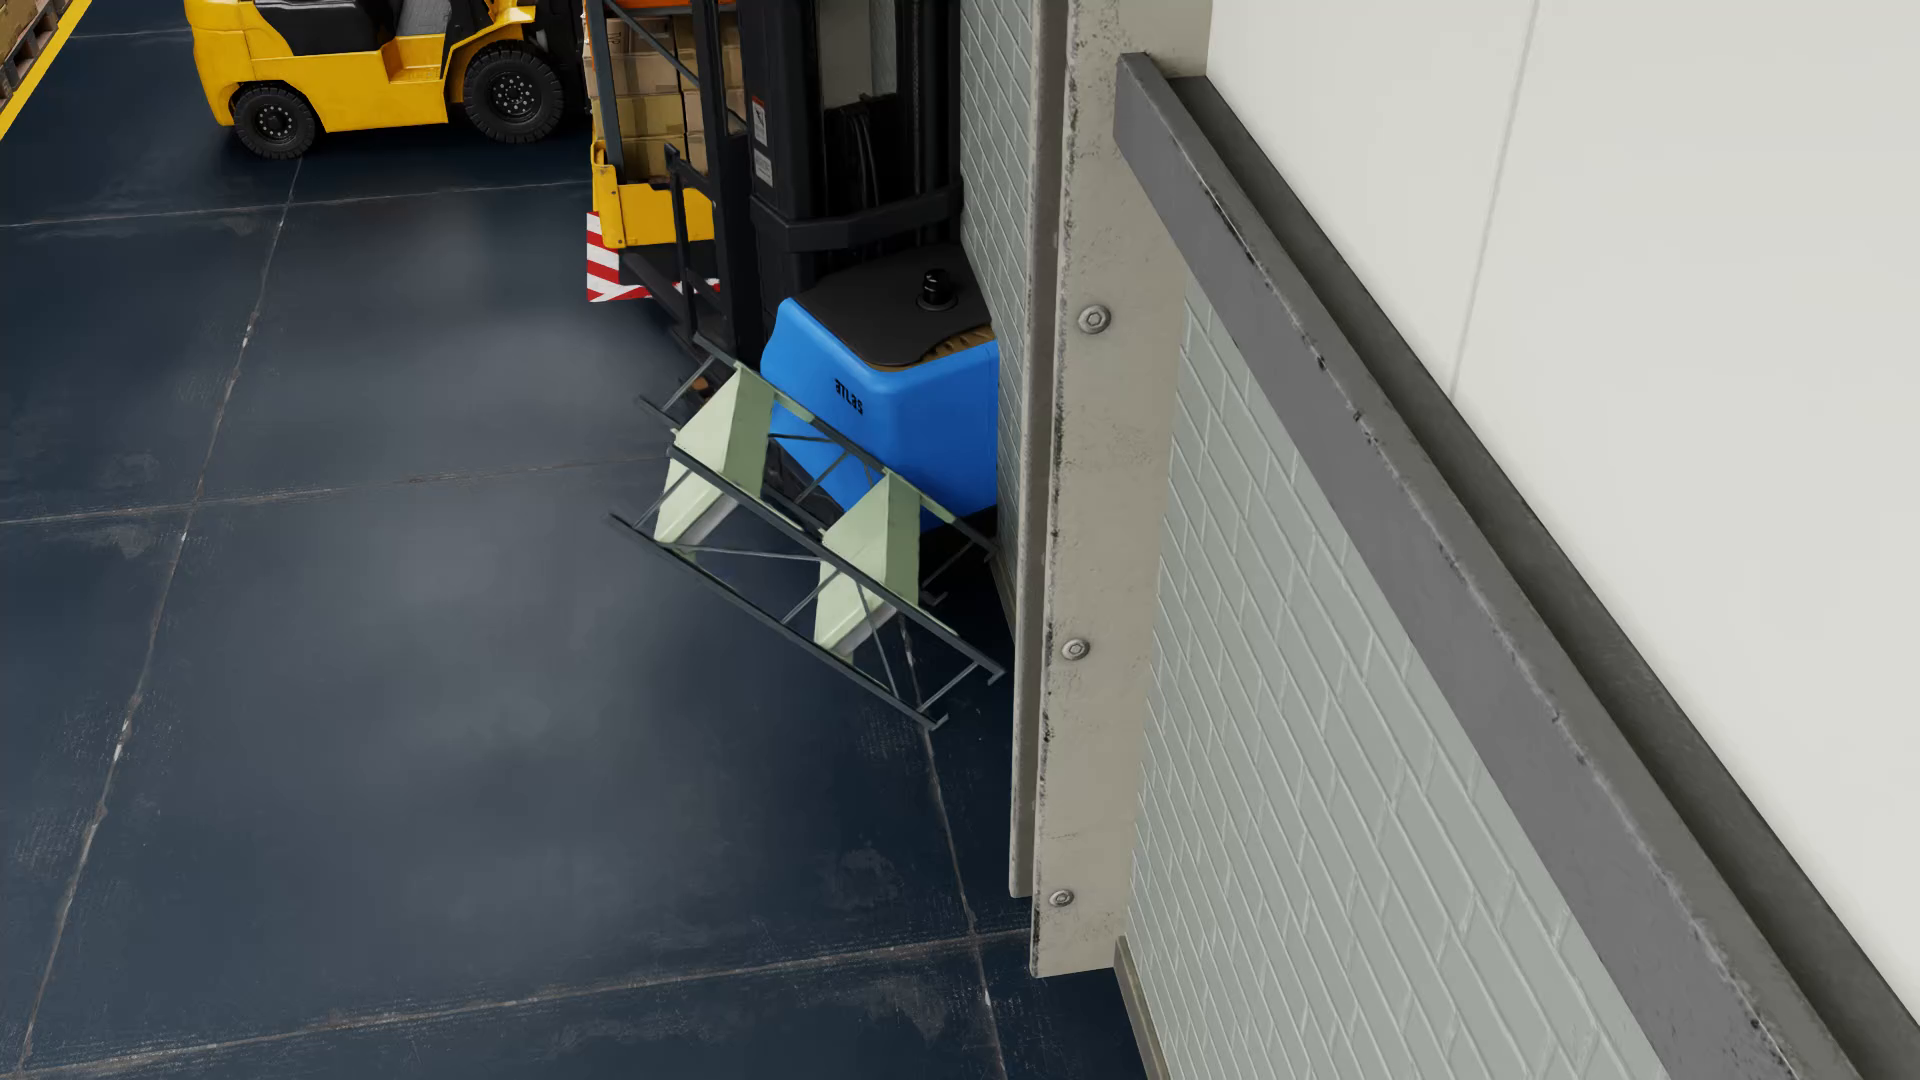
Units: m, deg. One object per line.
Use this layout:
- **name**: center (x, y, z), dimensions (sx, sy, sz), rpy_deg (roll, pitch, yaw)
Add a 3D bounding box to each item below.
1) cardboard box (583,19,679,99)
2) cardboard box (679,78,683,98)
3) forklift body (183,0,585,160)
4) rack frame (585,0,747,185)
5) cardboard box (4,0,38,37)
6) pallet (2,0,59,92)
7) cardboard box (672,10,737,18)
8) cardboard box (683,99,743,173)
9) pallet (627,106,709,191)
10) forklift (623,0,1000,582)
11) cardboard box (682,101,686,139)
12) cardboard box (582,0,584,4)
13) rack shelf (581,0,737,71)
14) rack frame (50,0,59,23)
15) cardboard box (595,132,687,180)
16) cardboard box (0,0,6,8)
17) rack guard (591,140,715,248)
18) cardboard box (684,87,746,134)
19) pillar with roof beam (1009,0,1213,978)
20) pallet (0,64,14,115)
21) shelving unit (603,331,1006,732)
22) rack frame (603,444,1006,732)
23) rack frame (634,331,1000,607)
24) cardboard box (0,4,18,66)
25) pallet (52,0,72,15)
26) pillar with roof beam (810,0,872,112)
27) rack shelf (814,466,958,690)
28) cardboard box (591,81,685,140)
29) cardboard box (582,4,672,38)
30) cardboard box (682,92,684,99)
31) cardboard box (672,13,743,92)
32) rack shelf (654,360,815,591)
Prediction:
- **cardboard box**: center (-1.852, -2.720, 9.390), dimensions (0.500, 0.250, 0.500), rpy_deg (-5, 38, -6)
- **cardboard box**: center (-1.934, -2.843, 9.955), dimensions (0.500, 0.250, 0.500), rpy_deg (-7, 38, -8)
- **forklift body**: center (-3.593, -3.615, 10.150), dimensions (2.313, 2.155, 1.214), rpy_deg (-6, 38, -8)
- **rack frame**: center (-1.464, -3.001, 8.667), dimensions (1.000, 3.000, 0.127), rpy_deg (-6, 38, -8)
- **cardboard box**: center (-6.683, -3.632, 11.379), dimensions (0.500, 0.250, 0.500), rpy_deg (-5, 38, -6)
- **pallet**: center (-6.899, -3.377, 11.425), dimensions (1.003, 0.211, 1.213), rpy_deg (-6, 38, -8)
- **cardboard box**: center (-1.453, -3.088, 9.863), dimensions (0.500, 0.250, 0.500), rpy_deg (-6, 38, -8)
- **cardboard box**: center (-1.358, -2.398, 9.791), dimensions (0.500, 0.250, 0.500), rpy_deg (-6, 38, -8)
- **pallet**: center (-1.639, -2.357, 10.112), dimensions (1.003, 0.211, 1.213), rpy_deg (-6, 38, -8)
- **forklift**: center (-0.694, -1.821, 7.205), dimensions (1.130, 2.935, 3.031), rpy_deg (-22, 43, -25)
- **cardboard box**: center (-1.935, -2.632, 10.092), dimensions (0.500, 0.250, 0.500), rpy_deg (-6, 38, -8)
- **cardboard box**: center (-2.045, -3.332, 10.177), dimensions (0.500, 0.250, 0.500), rpy_deg (-6, 38, -7)
- **rack shelf**: center (-1.815, -3.925, 10.443), dimensions (1.077, 0.370, 4.000), rpy_deg (-6, 38, -8)
- **rack frame**: center (-7.051, -4.881, 11.087), dimensions (1.000, 3.000, 0.127), rpy_deg (-6, 38, -8)
- **cardboard box**: center (-1.857, -2.330, 9.704), dimensions (0.500, 0.250, 0.500), rpy_deg (-6, 38, -8)
- **cardboard box**: center (-6.593, -3.621, 10.754), dimensions (0.500, 0.500, 0.500), rpy_deg (-6, 38, -7)
- **rack guard**: center (-1.460, -1.999, 9.416), dimensions (1.175, 0.500, 0.348), rpy_deg (-6, 38, -8)
- **cardboard box**: center (-1.342, -2.584, 9.623), dimensions (0.500, 0.250, 0.500), rpy_deg (-6, 38, -7)
- **pillar with roof beam**: center (-3.885, -1.800, 2.232), dimensions (9.100, 9.000, 0.400), rpy_deg (-6, 38, -8)
- **pallet**: center (-6.682, -2.639, 10.475), dimensions (1.003, 0.211, 1.213), rpy_deg (-6, 38, -8)
- **shelving unit**: center (-0.528, -0.021, 6.168), dimensions (1.500, 0.431, 0.755), rpy_deg (35, 29, -24)
- **rack frame**: center (-0.524, 0.202, 5.878), dimensions (1.500, 0.400, 0.023), rpy_deg (35, 29, -24)
- **rack frame**: center (-0.532, -0.243, 6.459), dimensions (1.500, 0.400, 0.023), rpy_deg (35, 29, -24)
- **cardboard box**: center (-6.580, -3.312, 10.967), dimensions (0.500, 0.250, 0.500), rpy_deg (-7, 38, -9)
- **pallet**: center (-7.189, -4.249, 12.548), dimensions (1.003, 0.211, 1.213), rpy_deg (-6, 38, -8)
- **pillar with roof beam**: center (-4.937, -5.424, 6.897), dimensions (9.100, 9.000, 0.400), rpy_deg (-6, 38, -8)
- **rack shelf**: center (-0.286, 0.151, 6.303), dimensions (0.370, 0.431, 0.720), rpy_deg (35, 29, -24)
- **cardboard box**: center (-1.857, -2.538, 9.564), dimensions (0.500, 0.250, 0.500), rpy_deg (-7, 38, -9)
- **cardboard box**: center (-1.947, -3.028, 9.786), dimensions (0.500, 0.250, 0.500), rpy_deg (-6, 38, -7)
- **cardboard box**: center (-1.441, -2.886, 10.012), dimensions (0.500, 0.250, 0.500), rpy_deg (-7, 38, -8)
- **cardboard box**: center (-1.362, -2.786, 9.475), dimensions (0.500, 0.250, 0.500), rpy_deg (-7, 38, -9)
- **rack shelf**: center (-0.818, -0.226, 6.007), dimensions (0.370, 0.431, 0.720), rpy_deg (35, 29, -24)
